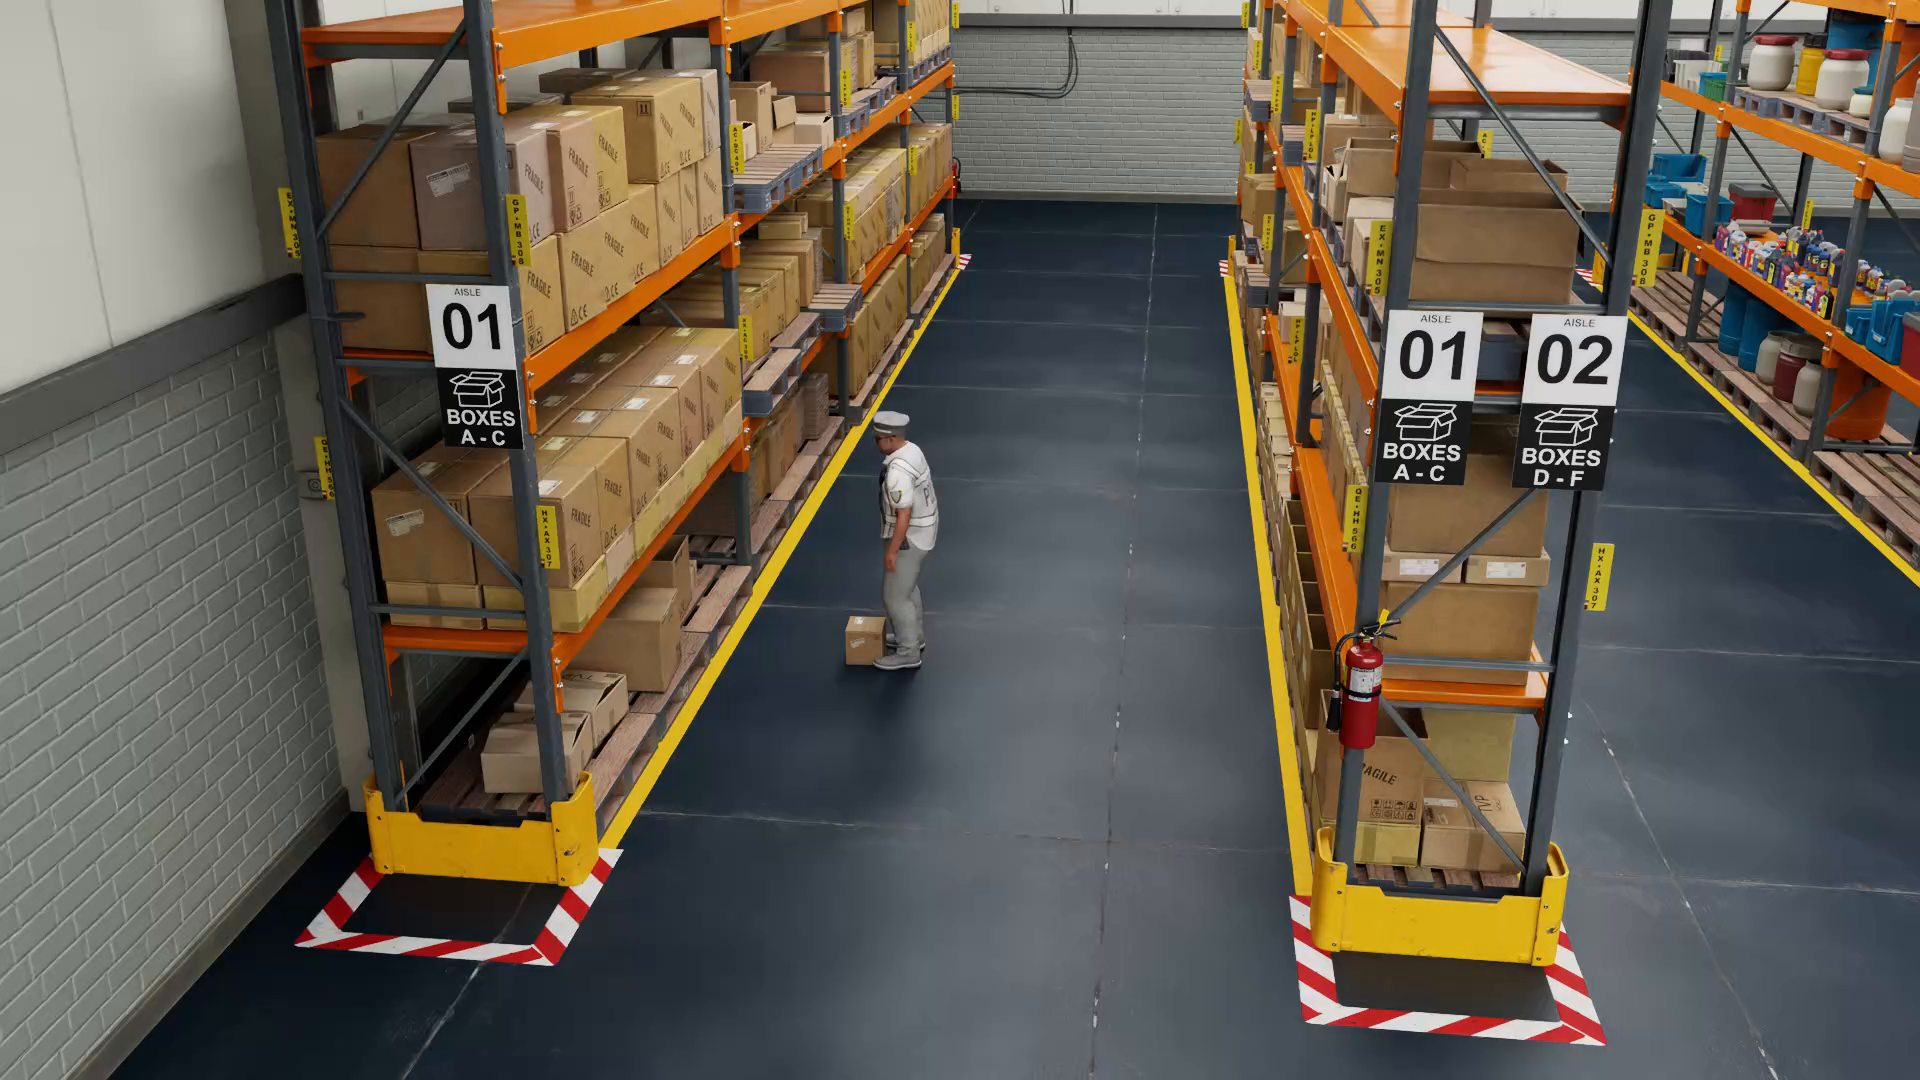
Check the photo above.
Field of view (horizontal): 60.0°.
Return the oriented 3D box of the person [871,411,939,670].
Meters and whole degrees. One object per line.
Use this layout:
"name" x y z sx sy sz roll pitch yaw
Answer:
"person" -0.368 -0.006 11.088 0.439 1.748 0.586 3 21 7
